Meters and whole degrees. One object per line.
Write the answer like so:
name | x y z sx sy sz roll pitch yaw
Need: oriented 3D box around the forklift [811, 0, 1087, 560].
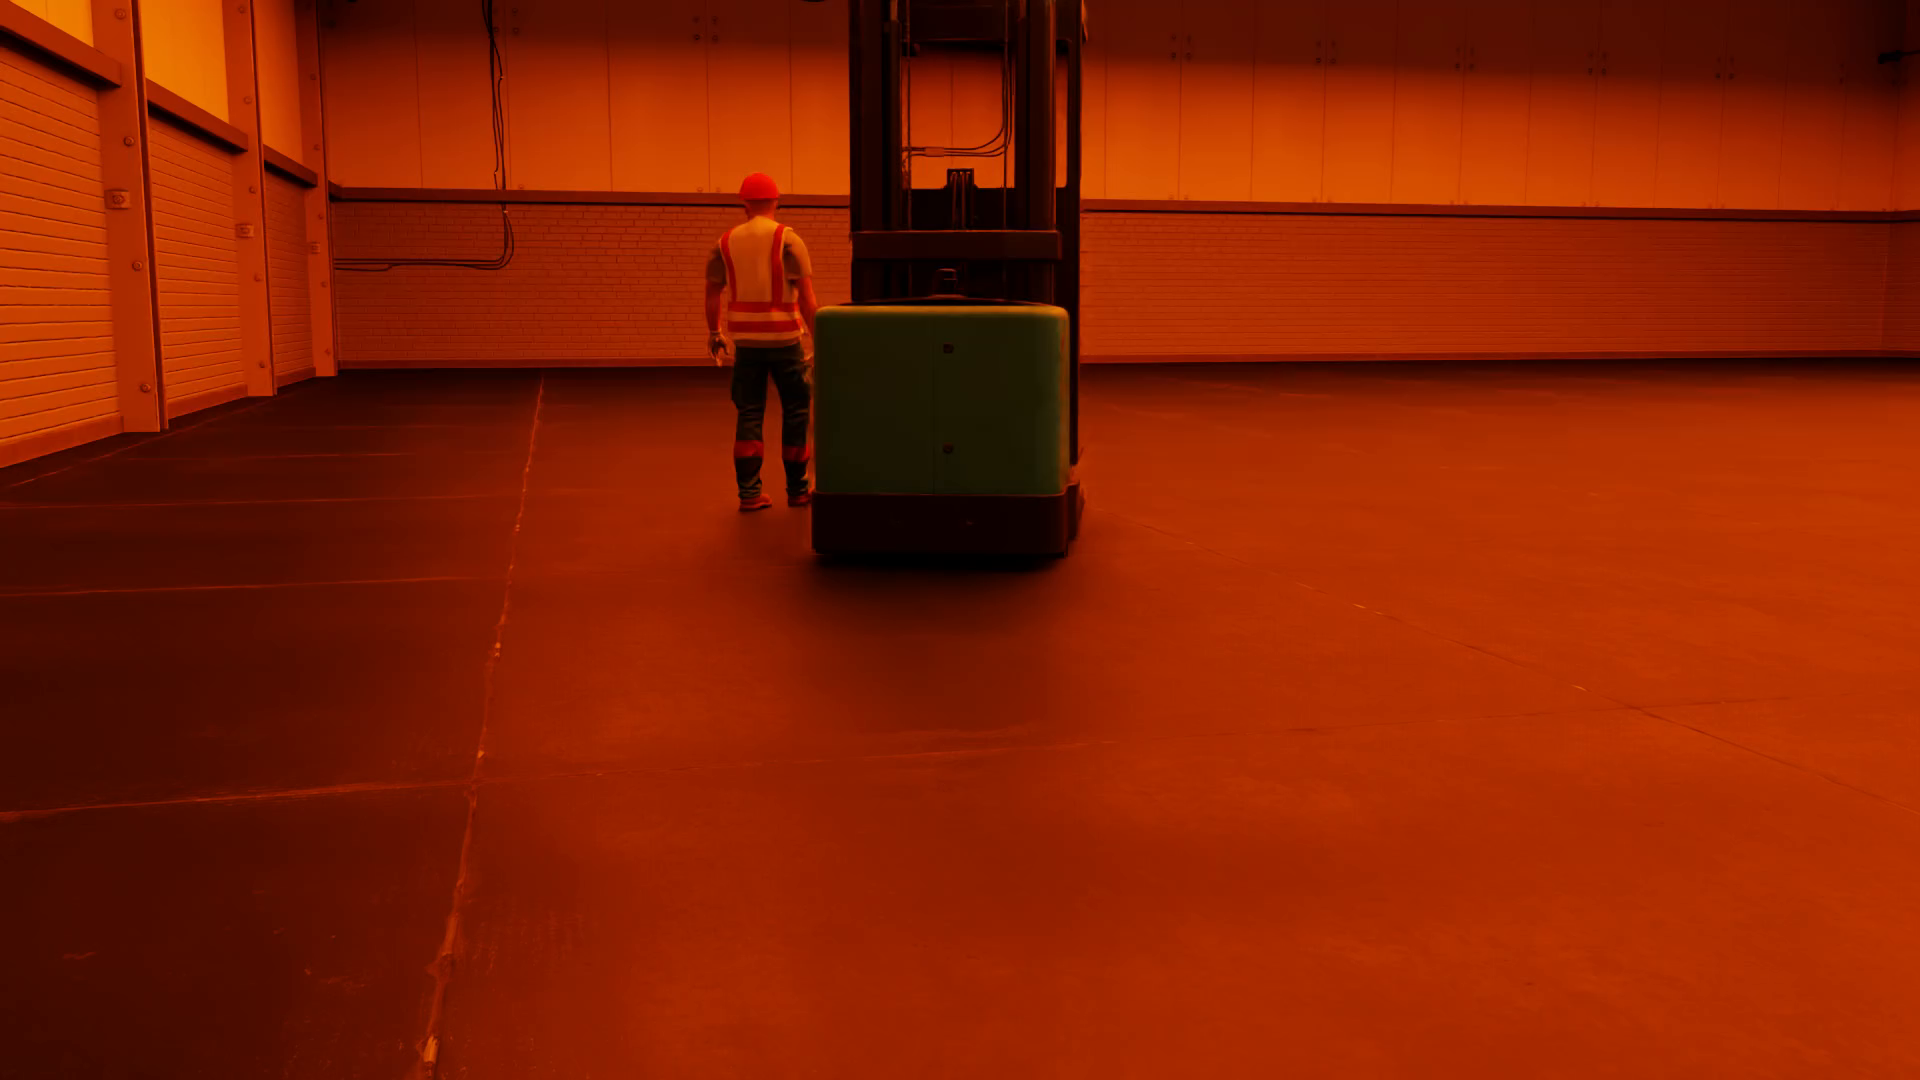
forklift | 0.051 -1.537 8.112 1.130 2.935 3.031 1 8 6

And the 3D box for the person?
person | -1.019 -1.065 8.952 0.733 1.777 0.614 2 8 13
